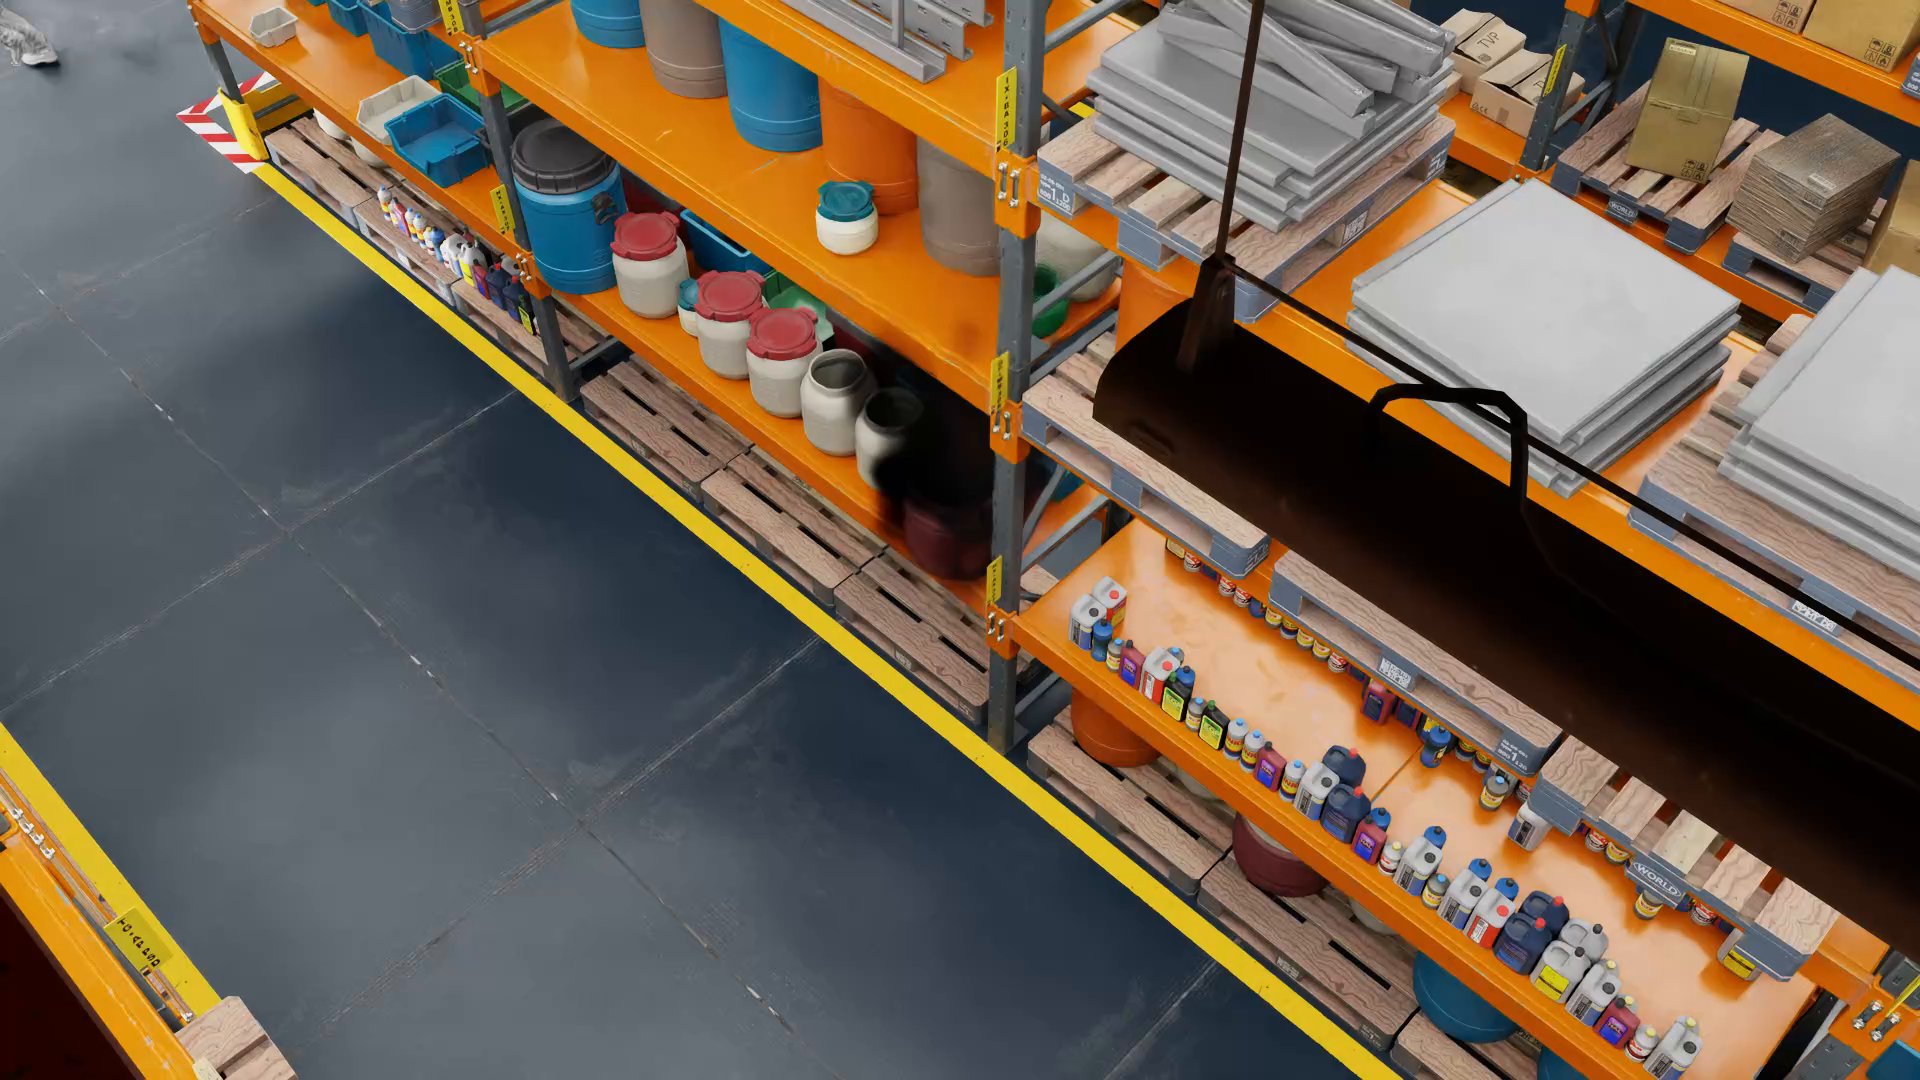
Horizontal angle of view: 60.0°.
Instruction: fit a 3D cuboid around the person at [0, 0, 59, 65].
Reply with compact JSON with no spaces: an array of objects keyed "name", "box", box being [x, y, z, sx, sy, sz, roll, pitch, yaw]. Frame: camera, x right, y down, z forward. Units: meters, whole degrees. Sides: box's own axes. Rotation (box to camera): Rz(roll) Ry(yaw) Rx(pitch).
[{"name":"person","box":[-7.836,-4.346,12.973,0.910,1.615,0.713,-10,51,-9]}]
